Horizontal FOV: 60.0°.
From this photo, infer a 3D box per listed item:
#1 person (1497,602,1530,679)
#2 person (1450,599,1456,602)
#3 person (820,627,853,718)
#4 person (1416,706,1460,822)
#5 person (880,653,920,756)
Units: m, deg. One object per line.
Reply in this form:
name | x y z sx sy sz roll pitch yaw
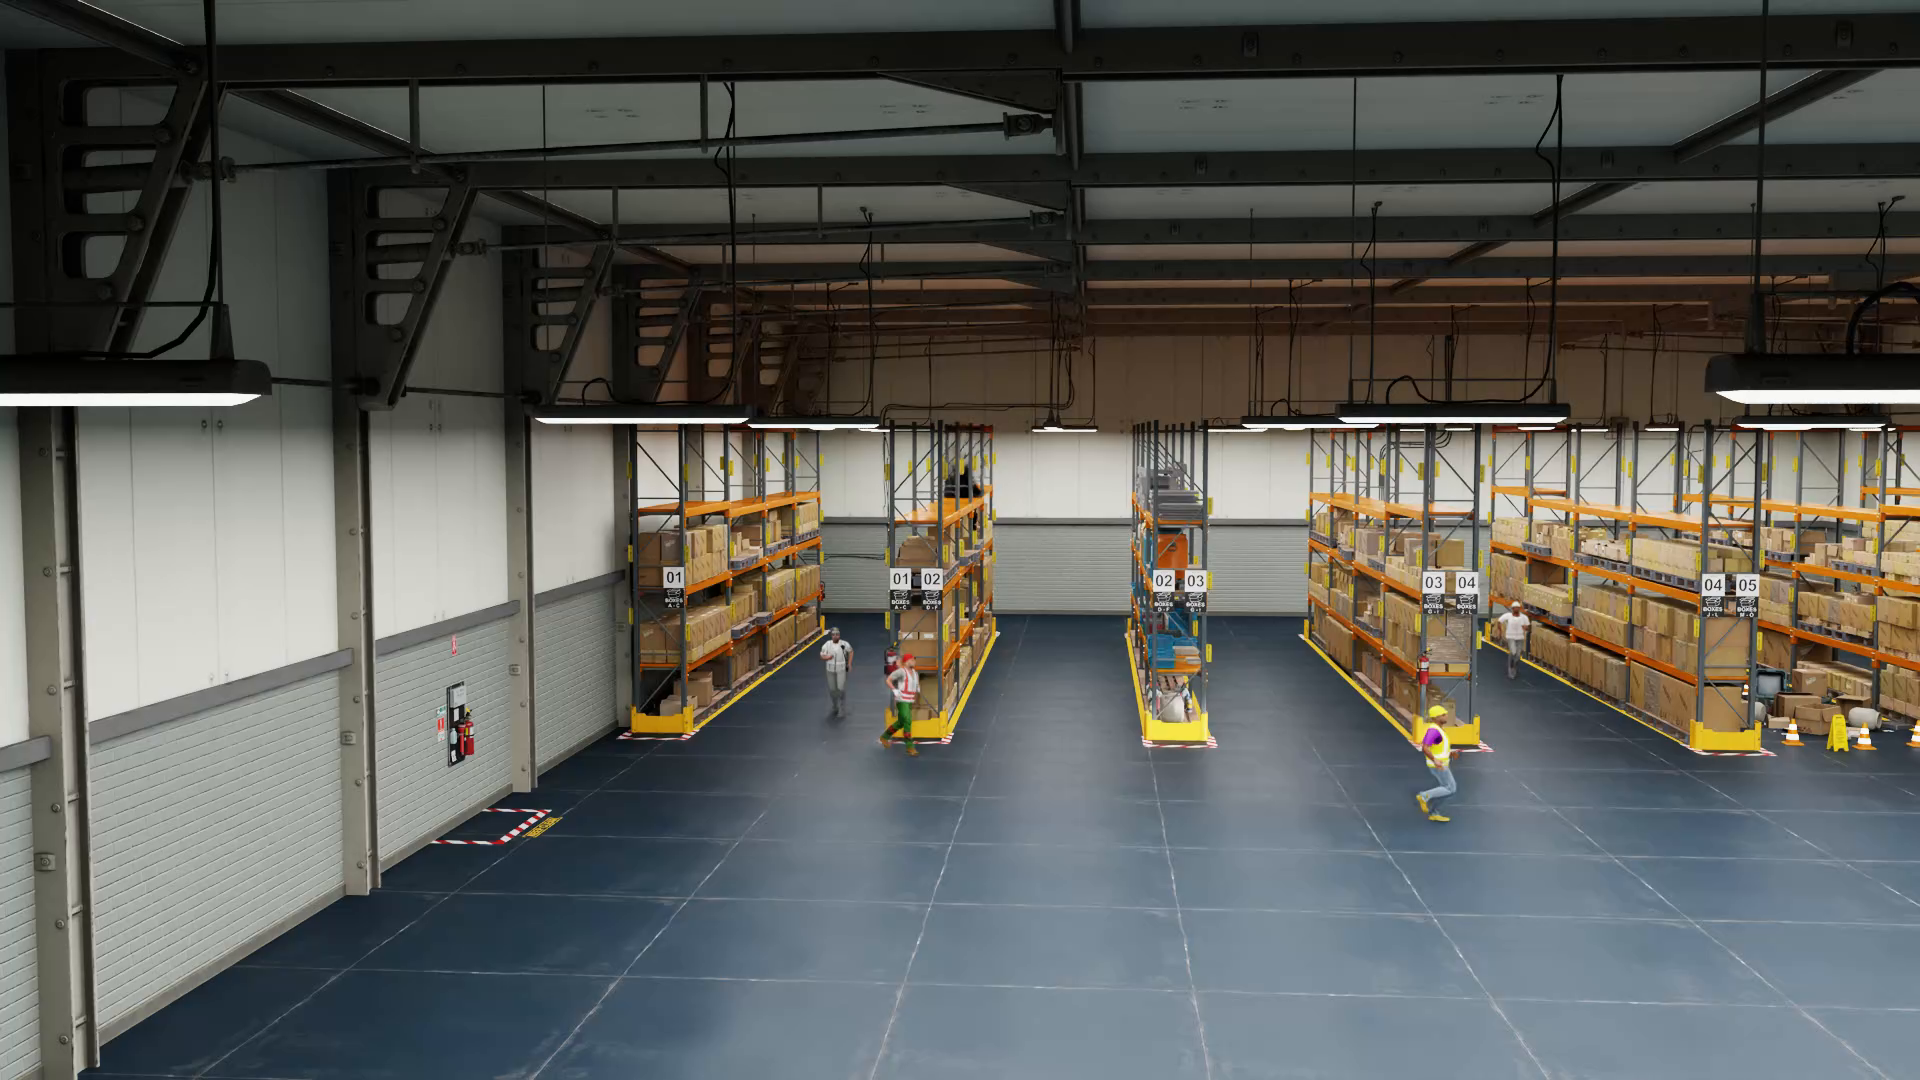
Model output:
person | 13.094 2.361 39.235 0.670 1.824 0.757 0 4 0
person | 14.035 1.936 47.293 0.615 1.579 0.753 -3 4 -36
person | -2.521 2.696 33.939 0.634 1.853 0.792 0 4 4
person | 7.076 3.307 24.598 0.584 1.717 0.703 1 4 22
person | -0.993 2.938 30.082 0.925 1.796 0.684 2 4 34
